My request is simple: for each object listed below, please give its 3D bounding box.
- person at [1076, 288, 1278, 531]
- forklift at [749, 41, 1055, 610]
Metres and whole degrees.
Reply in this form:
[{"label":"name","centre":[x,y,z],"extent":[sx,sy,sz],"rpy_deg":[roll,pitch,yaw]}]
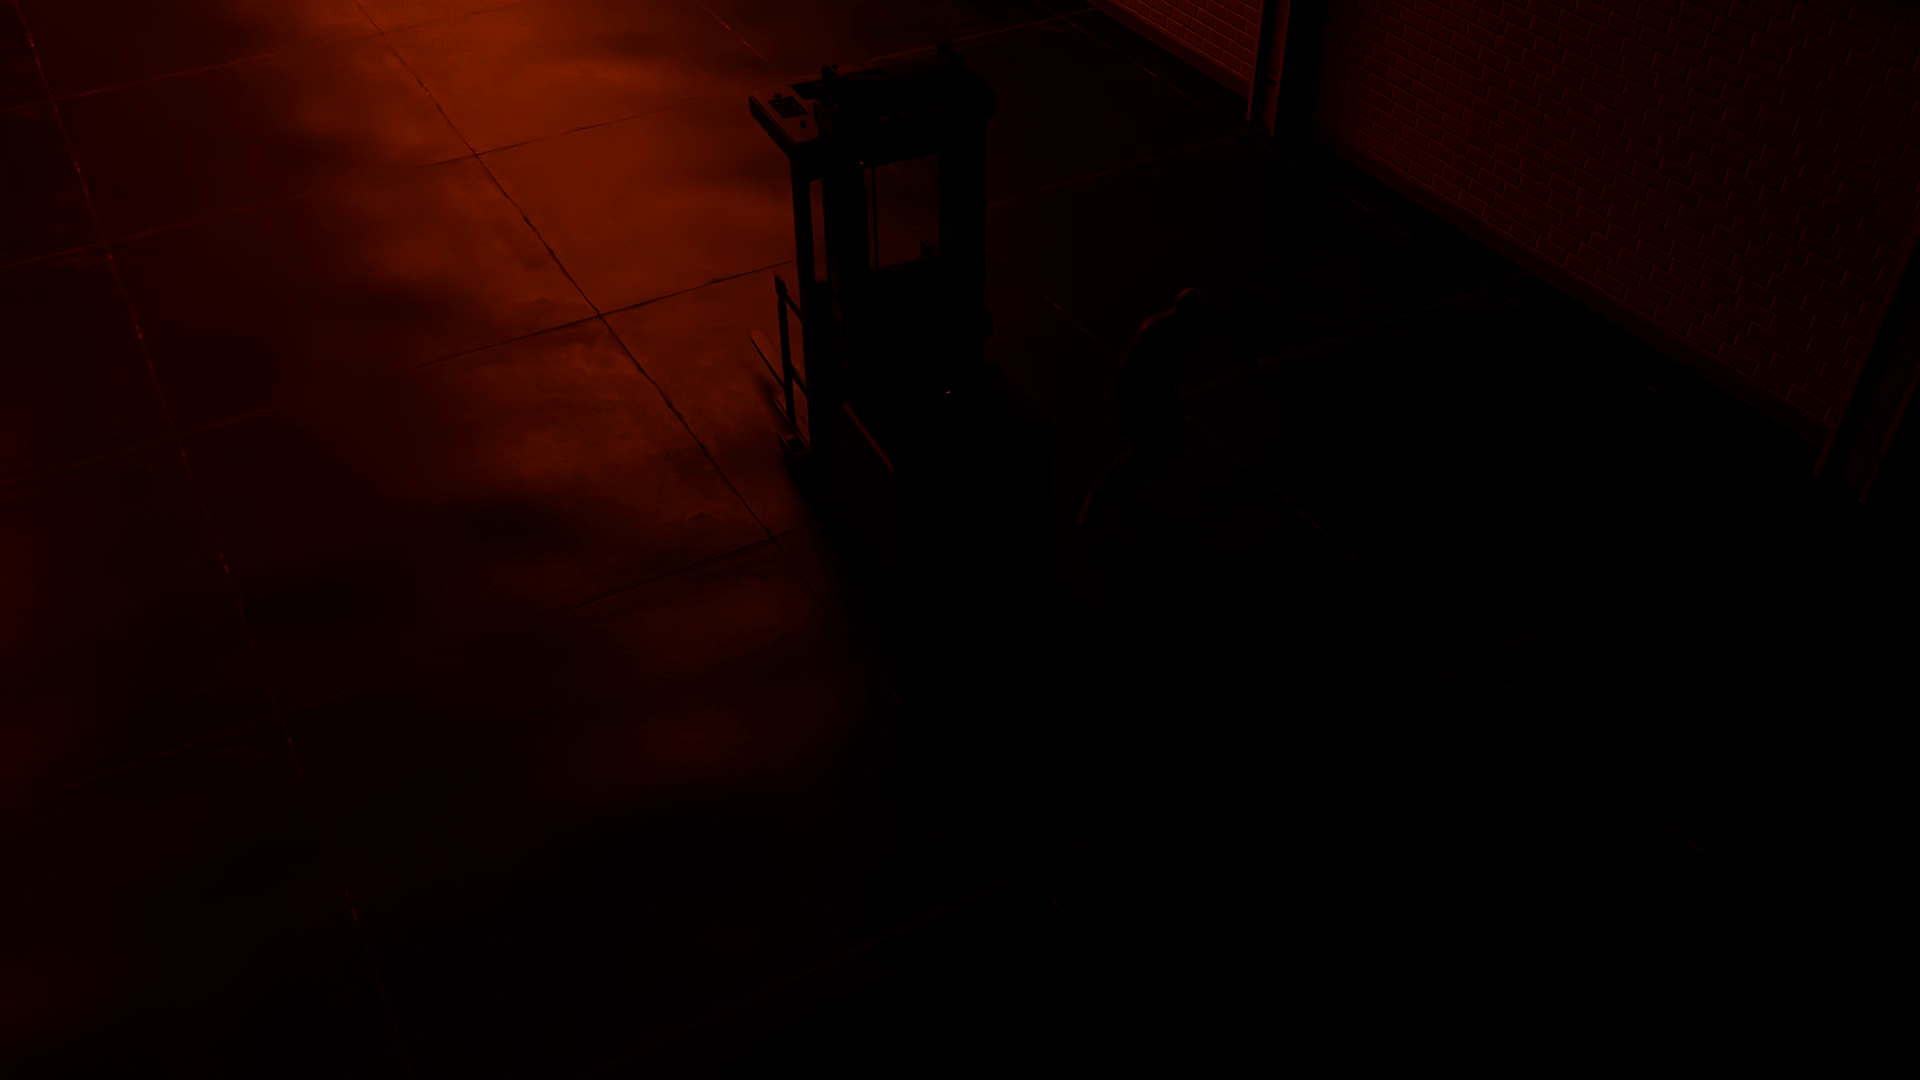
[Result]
[{"label":"person","centre":[1.263,-0.775,10.088],"extent":[0.949,1.531,1.245],"rpy_deg":[31,49,32]},{"label":"forklift","centre":[-0.534,-1.655,10.032],"extent":[1.130,2.935,3.031],"rpy_deg":[-17,43,-20]}]
